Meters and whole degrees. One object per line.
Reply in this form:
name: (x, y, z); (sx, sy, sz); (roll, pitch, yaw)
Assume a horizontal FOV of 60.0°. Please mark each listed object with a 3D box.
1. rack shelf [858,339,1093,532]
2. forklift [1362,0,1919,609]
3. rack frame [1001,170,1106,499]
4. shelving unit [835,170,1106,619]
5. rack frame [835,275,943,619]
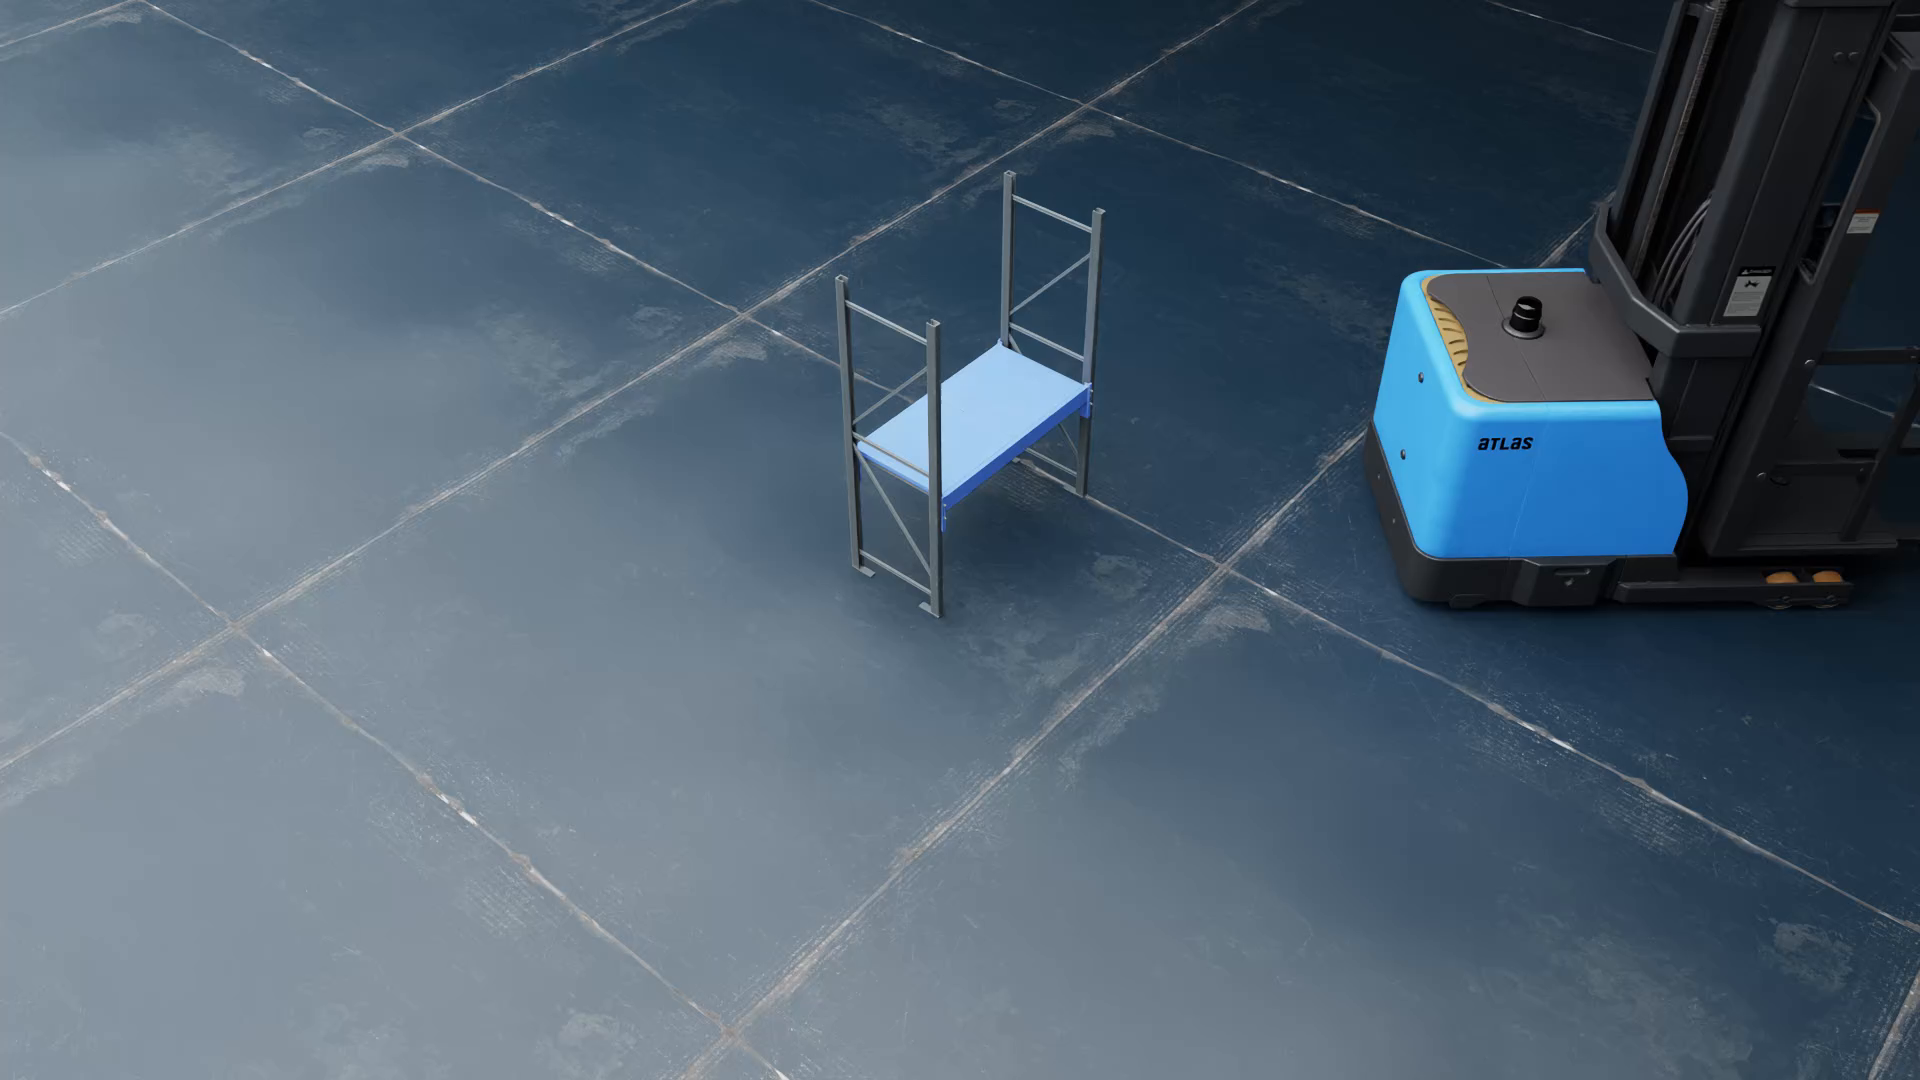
rack shelf: (0.055, -0.466, 7.097); (0.538, 0.185, 1.000); (29, 50, 28)
forklift: (3.396, -1.147, 6.515); (3.031, 2.935, 1.130); (-1, 42, -1)
rack frame: (0.382, -0.861, 7.264); (0.500, 1.500, 0.032); (29, 50, 28)
shelving unit: (0.055, -0.599, 6.976); (0.538, 1.500, 1.048); (29, 50, 28)
rack frame: (-0.272, -0.337, 6.688); (0.500, 1.500, 0.032); (29, 50, 28)
